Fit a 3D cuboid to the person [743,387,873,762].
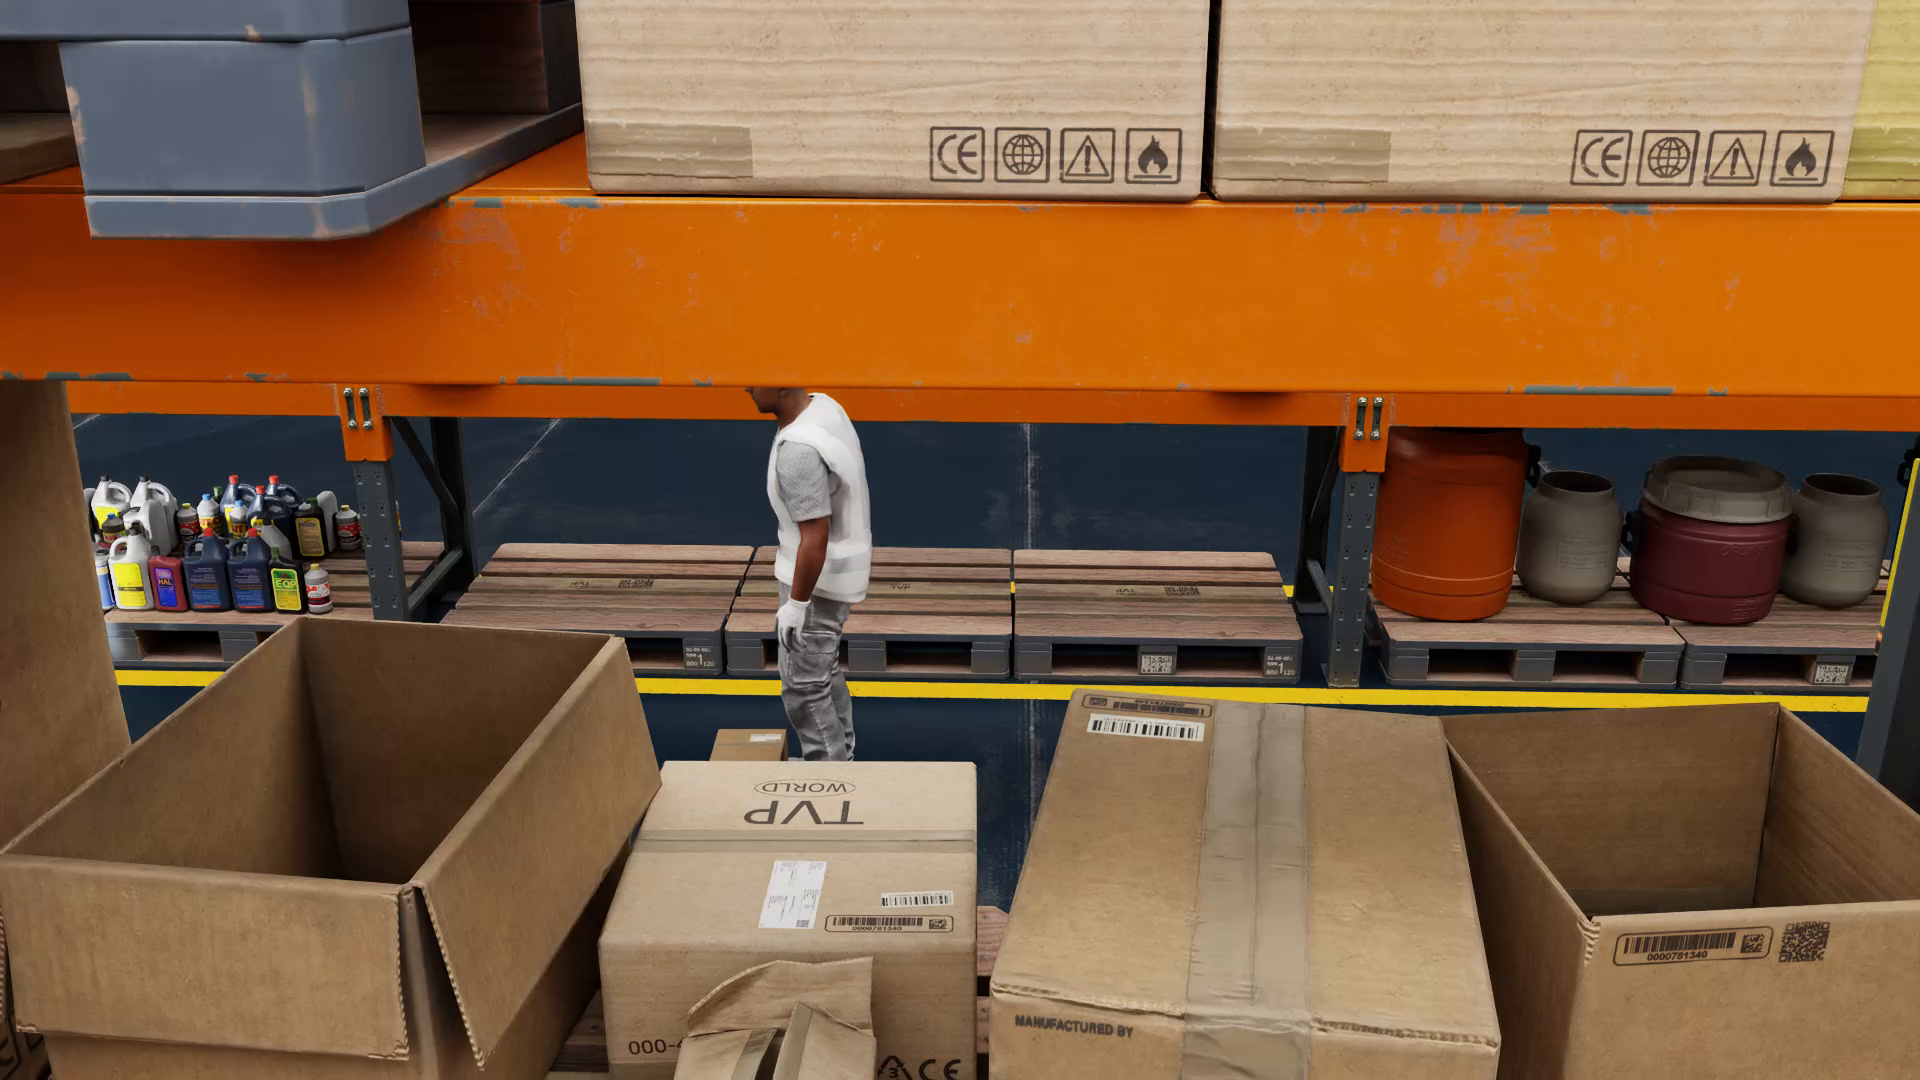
[{"bbox_3d":[-0.527,0.135,5.705,0.453,1.774,0.628,0,21,1],"label":"person"}]
